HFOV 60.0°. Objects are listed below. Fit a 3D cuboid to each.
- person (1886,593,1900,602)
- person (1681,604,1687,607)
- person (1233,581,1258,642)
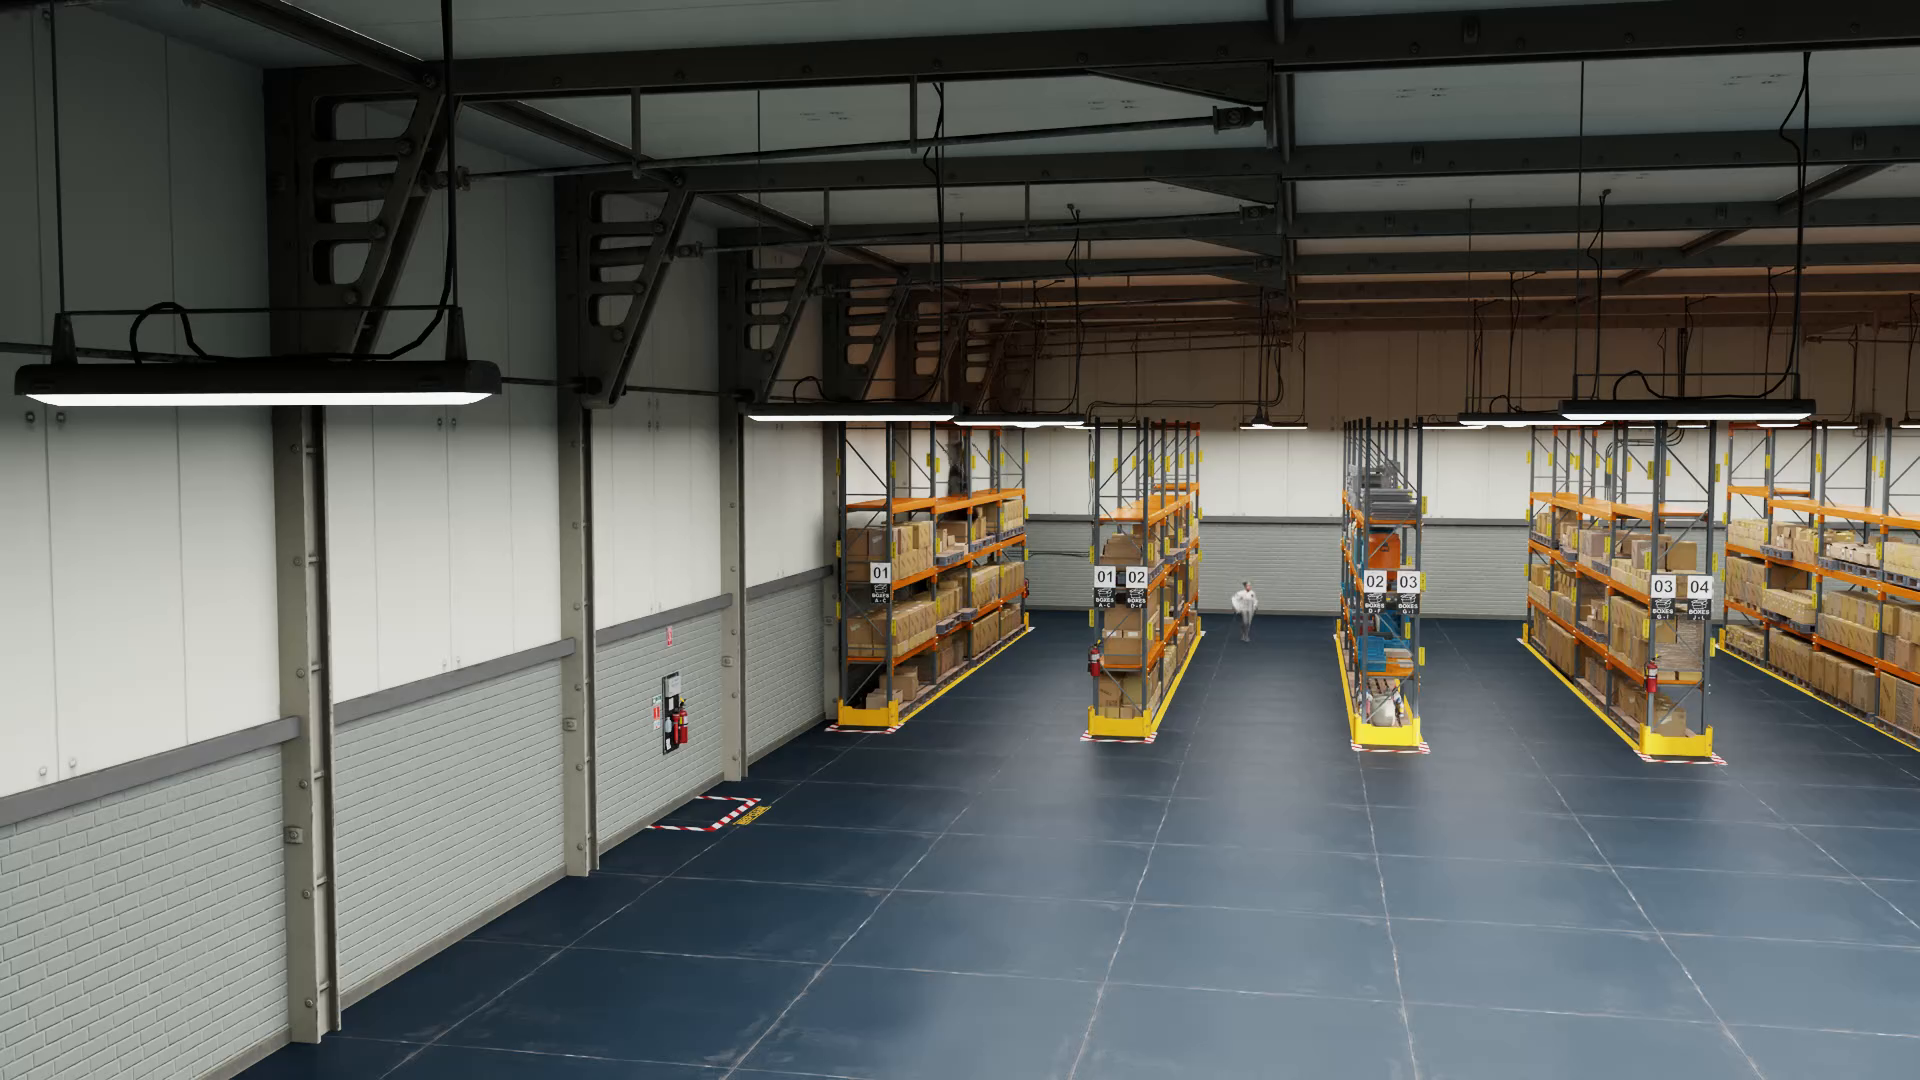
[{"bbox_3d":[24.879,1.966,44.664,0.868,1.750,0.692,1,4,21],"label":"person"},{"bbox_3d":[19.554,1.974,44.725,0.683,1.699,0.532,3,5,40],"label":"person"},{"bbox_3d":[7.799,1.947,45.289,0.648,1.654,0.694,-1,4,-8],"label":"person"}]
